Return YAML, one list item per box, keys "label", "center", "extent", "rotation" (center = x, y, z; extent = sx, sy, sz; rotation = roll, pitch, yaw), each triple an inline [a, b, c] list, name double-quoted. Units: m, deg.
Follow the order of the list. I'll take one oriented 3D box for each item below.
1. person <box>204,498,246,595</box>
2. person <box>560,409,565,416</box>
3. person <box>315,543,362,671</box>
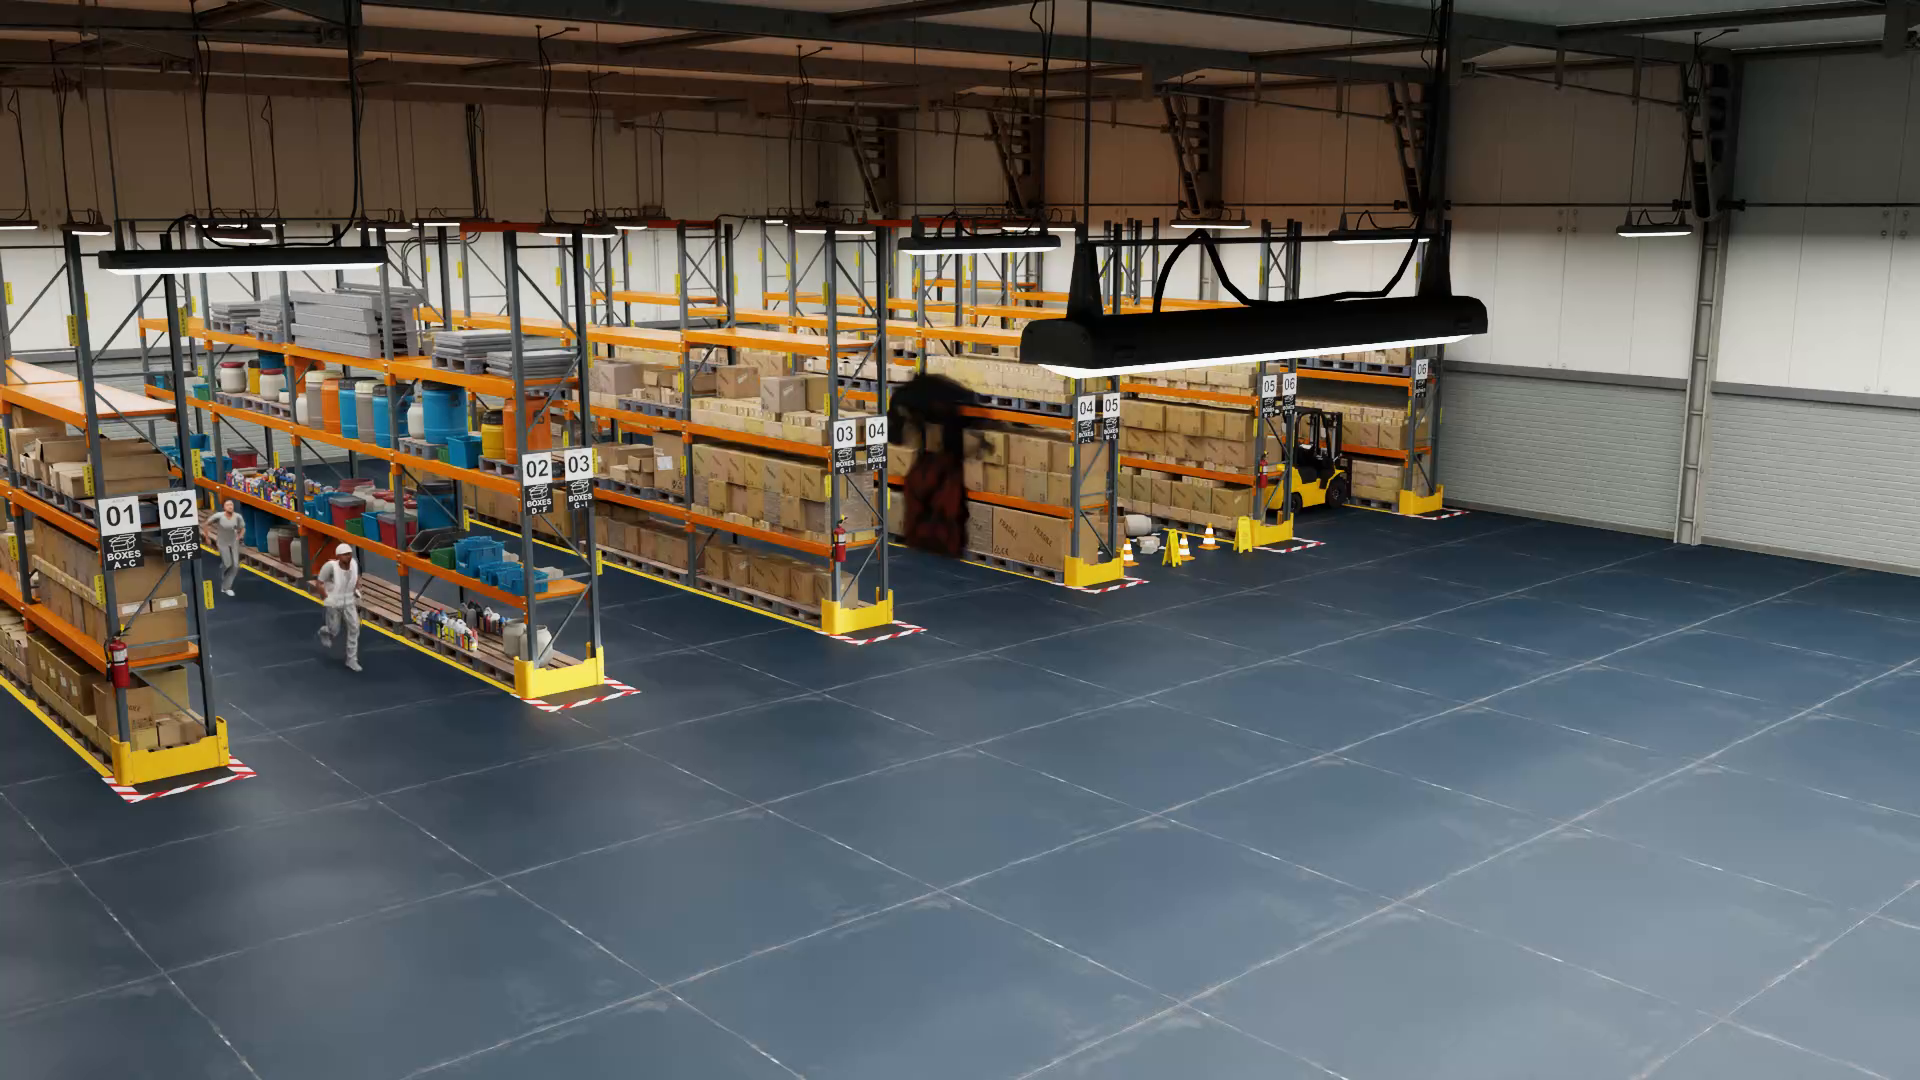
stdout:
- label: "person"
  center: [-12.014, 0.112, 27.285]
  extent: [0.603, 1.617, 0.632]
  rotation: [-9, 15, -39]
- label: "person"
  center: [-9.195, -2.252, 38.711]
  extent: [0.699, 1.707, 0.551]
  rotation: [-6, 13, -28]
- label: "person"
  center: [-8.635, 0.894, 23.117]
  extent: [1.015, 1.770, 0.680]
  rotation: [10, 15, 41]
